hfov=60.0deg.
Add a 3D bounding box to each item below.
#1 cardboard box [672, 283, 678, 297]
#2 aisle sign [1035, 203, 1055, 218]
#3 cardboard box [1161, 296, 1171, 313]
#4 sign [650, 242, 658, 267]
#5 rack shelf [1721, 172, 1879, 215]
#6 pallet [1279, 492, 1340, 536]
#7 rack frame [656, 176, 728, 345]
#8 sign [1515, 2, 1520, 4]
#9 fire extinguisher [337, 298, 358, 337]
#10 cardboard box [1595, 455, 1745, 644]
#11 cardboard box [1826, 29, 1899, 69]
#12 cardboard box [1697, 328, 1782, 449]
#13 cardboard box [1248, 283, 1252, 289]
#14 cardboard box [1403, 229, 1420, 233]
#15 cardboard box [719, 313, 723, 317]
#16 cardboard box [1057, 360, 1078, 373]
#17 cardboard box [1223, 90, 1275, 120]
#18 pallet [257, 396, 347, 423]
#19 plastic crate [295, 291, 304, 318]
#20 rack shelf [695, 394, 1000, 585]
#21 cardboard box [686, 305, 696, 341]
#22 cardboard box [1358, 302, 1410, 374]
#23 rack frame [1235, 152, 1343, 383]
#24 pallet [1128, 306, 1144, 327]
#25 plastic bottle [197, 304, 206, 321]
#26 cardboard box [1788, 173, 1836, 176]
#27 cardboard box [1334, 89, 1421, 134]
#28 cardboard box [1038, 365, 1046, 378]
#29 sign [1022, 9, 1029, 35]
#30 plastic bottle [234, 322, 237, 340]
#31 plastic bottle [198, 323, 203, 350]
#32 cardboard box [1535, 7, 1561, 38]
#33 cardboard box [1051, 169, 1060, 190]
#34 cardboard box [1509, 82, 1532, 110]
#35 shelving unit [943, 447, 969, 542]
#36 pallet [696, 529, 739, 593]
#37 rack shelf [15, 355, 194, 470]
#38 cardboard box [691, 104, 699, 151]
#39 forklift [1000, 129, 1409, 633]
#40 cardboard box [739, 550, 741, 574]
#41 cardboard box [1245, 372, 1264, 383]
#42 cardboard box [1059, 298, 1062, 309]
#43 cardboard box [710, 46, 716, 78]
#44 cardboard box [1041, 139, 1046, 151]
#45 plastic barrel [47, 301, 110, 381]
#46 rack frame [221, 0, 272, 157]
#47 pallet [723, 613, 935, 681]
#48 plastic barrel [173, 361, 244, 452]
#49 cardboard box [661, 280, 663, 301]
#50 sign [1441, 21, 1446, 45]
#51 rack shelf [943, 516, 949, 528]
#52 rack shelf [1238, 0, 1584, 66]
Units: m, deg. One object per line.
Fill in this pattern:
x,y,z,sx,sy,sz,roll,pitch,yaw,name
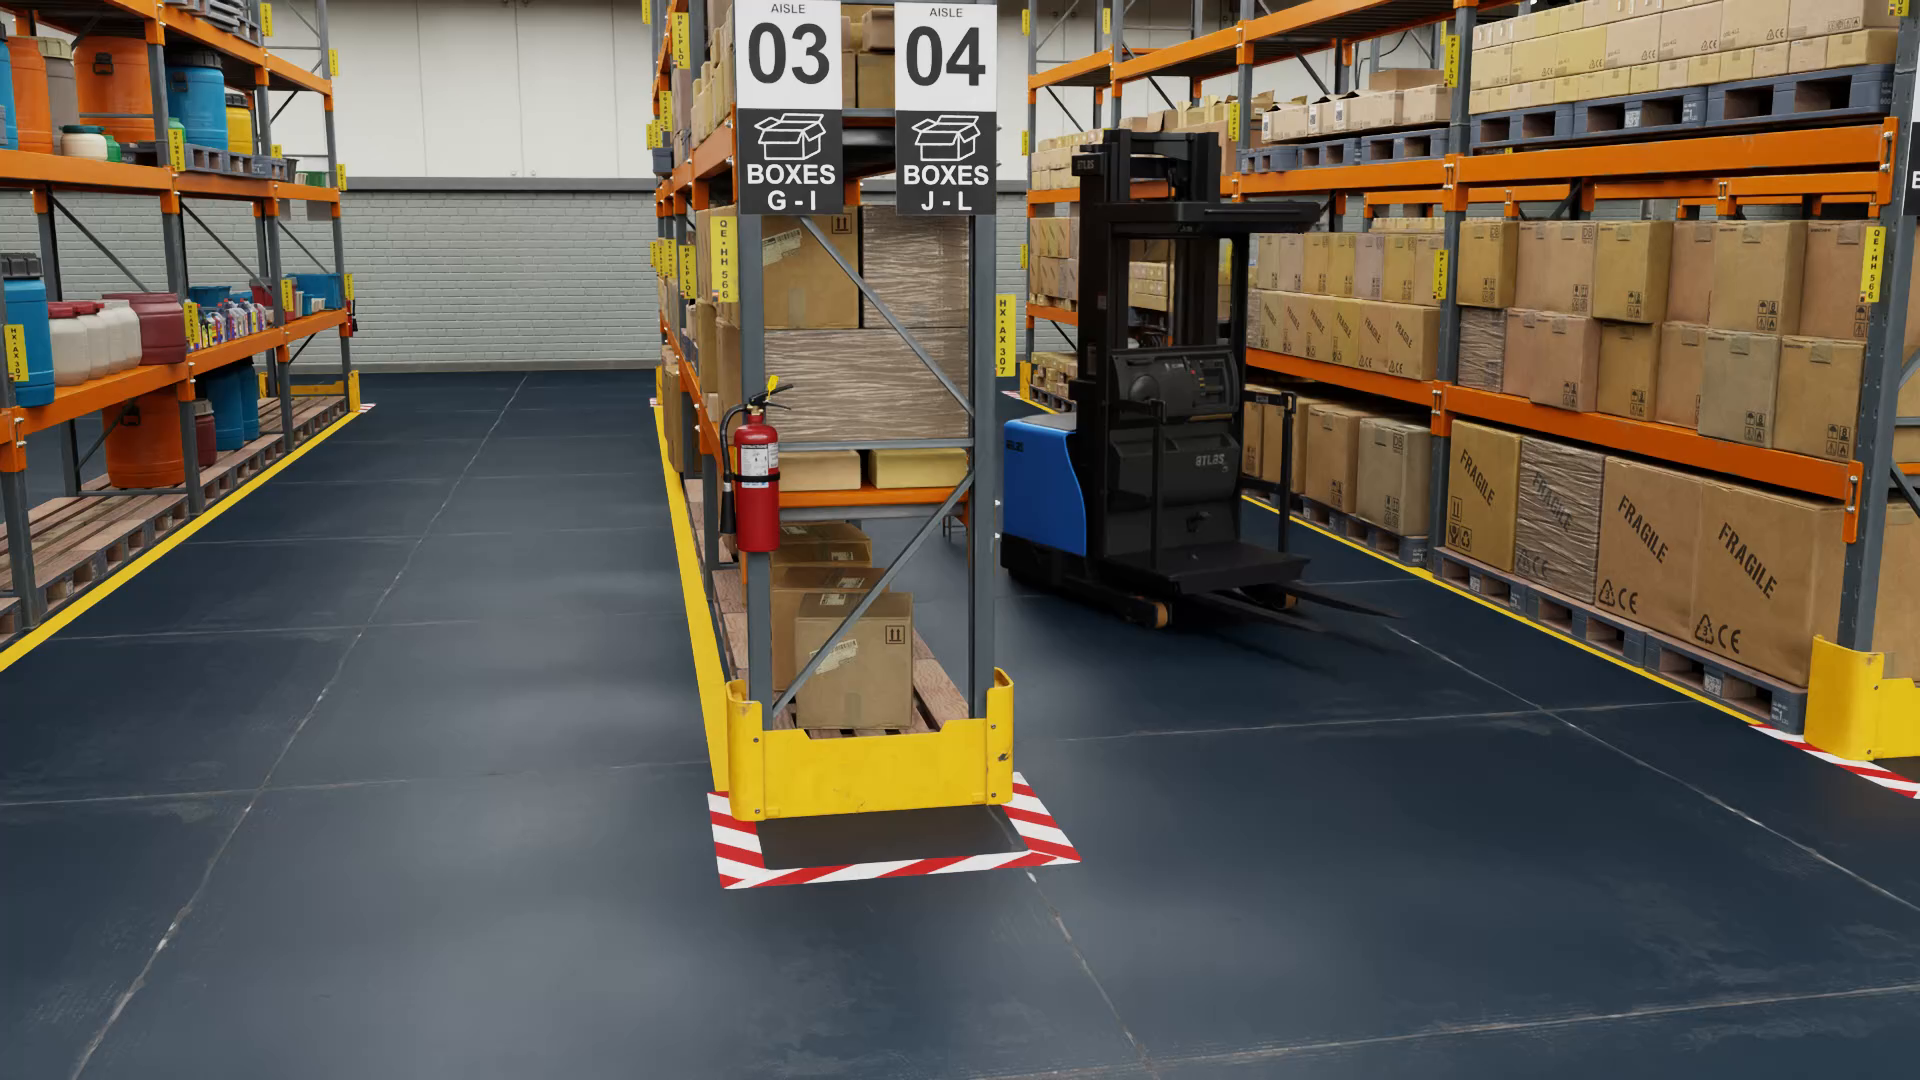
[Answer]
-2.548,-2.251,16.234,0.500,0.500,0.500,-2,11,-10,cardboard box
1.105,-4.749,22.673,0.394,0.787,0.004,-2,11,-11,aisle sign
2.227,-2.347,16.553,0.380,0.149,0.250,-3,11,-14,cardboard box
-4.017,-3.753,21.864,0.100,0.325,0.005,-2,11,-11,sign
8.194,-2.954,14.096,1.077,0.370,4.000,-2,11,-11,rack shelf
3.283,-0.262,13.507,1.003,0.211,1.213,-2,11,-11,pallet
-3.471,-3.308,22.052,1.000,3.000,0.127,-2,11,-11,rack frame
6.478,-6.402,19.346,0.100,0.325,0.005,-2,11,-11,sign
-7.913,-2.951,21.380,0.296,0.674,0.183,-2,11,-11,fire extinguisher
4.156,0.019,9.133,0.875,0.875,0.875,-2,11,-12,cardboard box
4.128,-2.189,7.435,0.380,0.149,0.250,-2,11,-11,cardboard box
4.281,-0.775,8.346,0.875,0.550,0.550,-2,11,-11,cardboard box
2.963,-2.426,16.172,0.380,0.149,0.250,-2,11,-13,cardboard box
6.279,-3.921,22.335,0.500,0.500,0.500,-2,11,-11,cardboard box
-0.709,-0.851,8.082,0.875,0.500,0.500,-2,11,-11,cardboard box
1.458,-2.218,21.240,0.380,0.149,0.250,-2,11,-10,cardboard box
2.636,-3.966,15.173,0.396,0.266,0.258,-2,11,-11,cardboard box
-8.207,-1.605,20.565,1.003,0.211,1.213,-2,11,-11,pallet
-7.668,-2.652,18.764,0.437,0.282,0.530,-2,11,-11,plastic crate
-0.748,-0.387,8.629,1.077,0.370,4.000,-2,11,-11,rack shelf
-1.815,-1.657,12.659,0.500,0.250,0.500,-2,11,-13,cardboard box
3.286,-1.496,12.269,0.500,0.500,0.500,-2,11,-12,cardboard box
2.970,-2.002,15.194,1.000,3.000,0.127,-2,11,-11,rack frame
2.198,-2.496,18.302,1.003,0.211,1.213,-2,11,-11,pallet
-6.961,-1.981,15.213,0.144,0.351,0.185,-2,11,-11,plastic bottle
7.980,-3.549,15.032,0.700,0.500,0.500,-2,11,-11,cardboard box
3.191,-3.267,12.666,0.500,0.311,0.500,-3,11,-13,cardboard box
1.262,-2.264,22.273,0.380,0.149,0.250,-2,11,-11,cardboard box
0.881,-6.895,22.143,0.100,0.325,0.005,-2,11,-11,sign
-6.868,-1.989,15.654,0.097,0.201,0.097,0,11,0,plastic bottle
-6.631,-1.775,14.333,0.152,0.276,0.135,-2,11,-11,plastic bottle
3.634,-3.047,9.809,0.380,0.149,0.250,-2,11,-12,cardboard box
1.461,-4.587,21.153,0.500,0.250,0.500,-2,11,-13,cardboard box
3.584,-2.702,10.128,0.380,0.149,0.250,-2,11,-11,cardboard box
-0.010,-0.526,12.650,0.215,1.050,0.252,-2,11,-11,shelving unit
-1.290,0.120,11.500,1.003,0.211,1.213,-2,11,-11,pallet
-6.385,-0.940,11.537,1.077,0.370,4.000,-2,11,-11,rack shelf
-1.301,-2.415,9.740,0.500,0.250,0.500,-3,11,-13,cardboard box
1.454,-1.006,10.142,1.130,2.935,3.031,-6,12,-30,forklift
-1.099,-0.010,10.290,0.500,0.500,0.500,-2,11,-13,cardboard box
2.579,-1.465,15.927,0.500,0.250,0.500,-2,11,-12,cardboard box
1.479,-3.039,21.312,0.380,0.149,0.250,-2,11,-12,cardboard box
-0.965,-2.247,7.794,0.380,0.149,0.250,-3,11,-14,cardboard box
1.266,-5.143,21.672,0.380,0.149,0.250,-2,11,-11,cardboard box
-6.193,-1.391,11.618,0.433,0.535,0.433,0,11,0,plastic barrel
-7.552,-5.341,16.691,1.000,3.000,0.127,-2,11,-11,rack frame
-0.731,0.609,8.931,1.003,0.211,1.213,-2,11,-11,pallet
-7.325,-1.339,16.199,0.600,0.901,0.708,-2,11,-11,plastic barrel
-3.334,-2.999,20.038,0.500,0.250,0.500,-2,11,-12,cardboard box
6.785,-7.130,23.380,0.100,0.325,0.005,-2,11,-11,sign
-0.010,-0.242,12.704,0.215,0.259,0.240,-2,11,-11,rack shelf
3.359,-4.033,12.810,1.077,0.370,4.000,-2,11,-11,rack shelf
